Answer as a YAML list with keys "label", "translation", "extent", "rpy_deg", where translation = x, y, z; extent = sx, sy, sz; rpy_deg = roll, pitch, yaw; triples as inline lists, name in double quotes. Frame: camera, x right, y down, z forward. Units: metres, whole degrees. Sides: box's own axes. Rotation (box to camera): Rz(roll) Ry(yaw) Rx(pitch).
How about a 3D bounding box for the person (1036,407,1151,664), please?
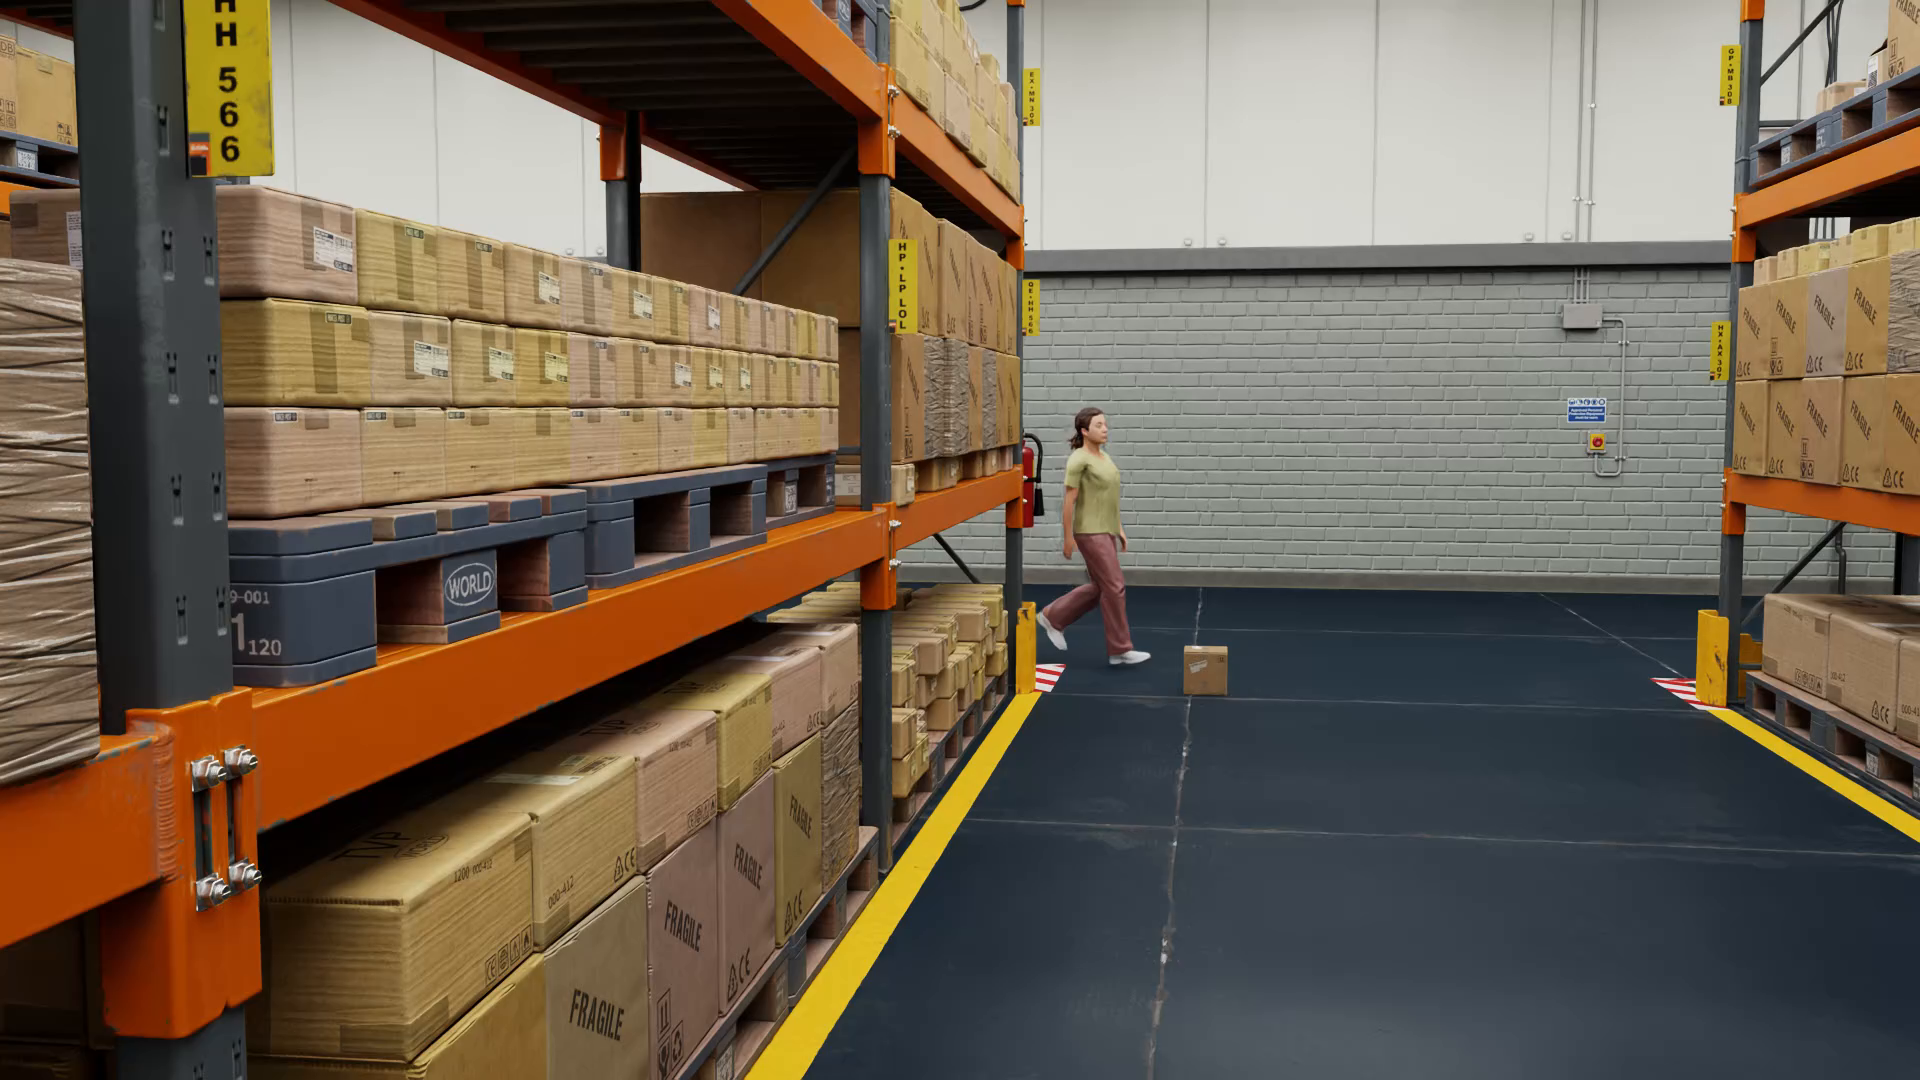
- label: "person"
  translation: [0.844, -0.032, 10.712]
  extent: [0.877, 1.642, 0.469]
  rpy_deg: [3, 5, 32]
